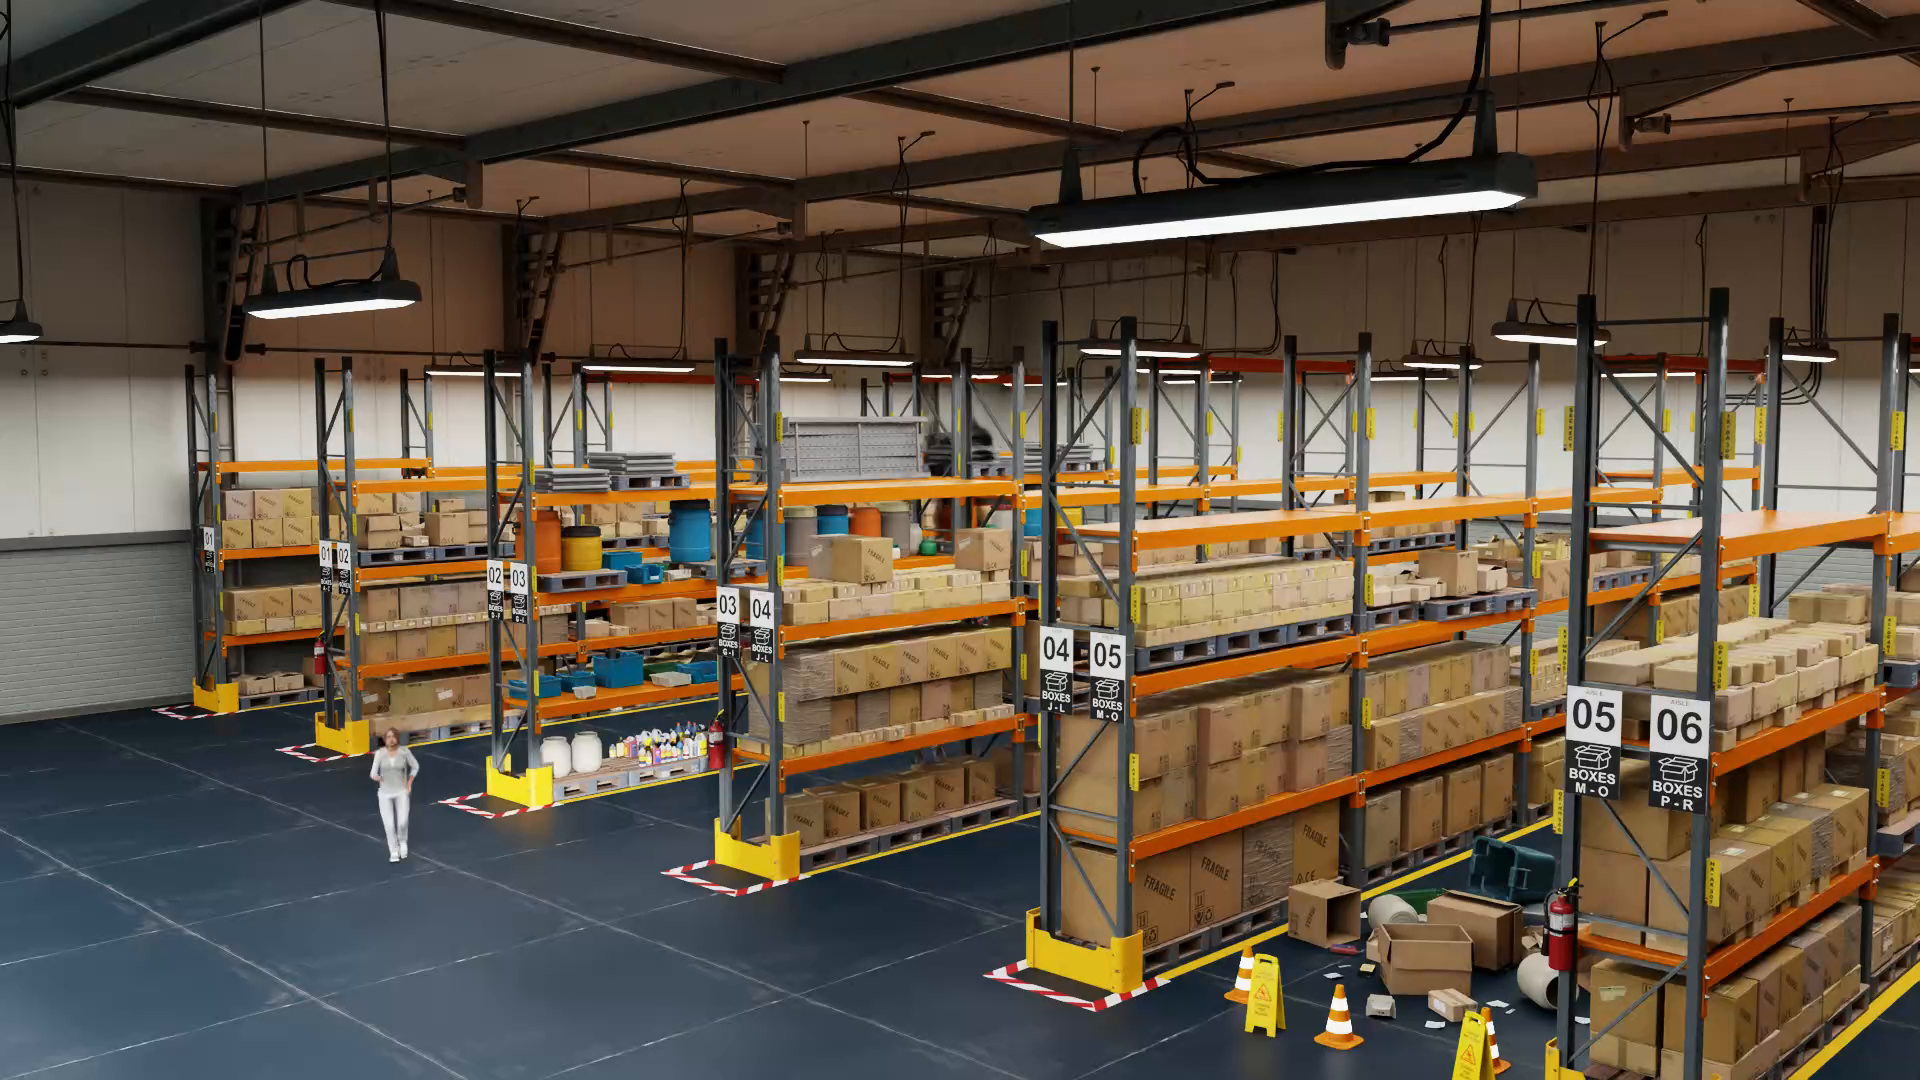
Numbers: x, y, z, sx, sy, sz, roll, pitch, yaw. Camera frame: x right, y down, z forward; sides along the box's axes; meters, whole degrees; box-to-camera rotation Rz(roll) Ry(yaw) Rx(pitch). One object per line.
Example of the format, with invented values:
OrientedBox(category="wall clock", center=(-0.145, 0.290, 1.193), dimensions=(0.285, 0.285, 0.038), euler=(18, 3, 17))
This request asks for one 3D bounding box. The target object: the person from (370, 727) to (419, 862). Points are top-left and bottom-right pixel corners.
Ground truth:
OrientedBox(category="person", center=(-6.458, 2.968, 18.988), dimensions=(0.524, 1.465, 0.537), euler=(-1, 5, -15))

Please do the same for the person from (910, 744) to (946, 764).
OrientedBox(category="person", center=(-0.459, 2.499, 23.203), dimensions=(0.655, 1.795, 0.712), euler=(3, 5, 30))
